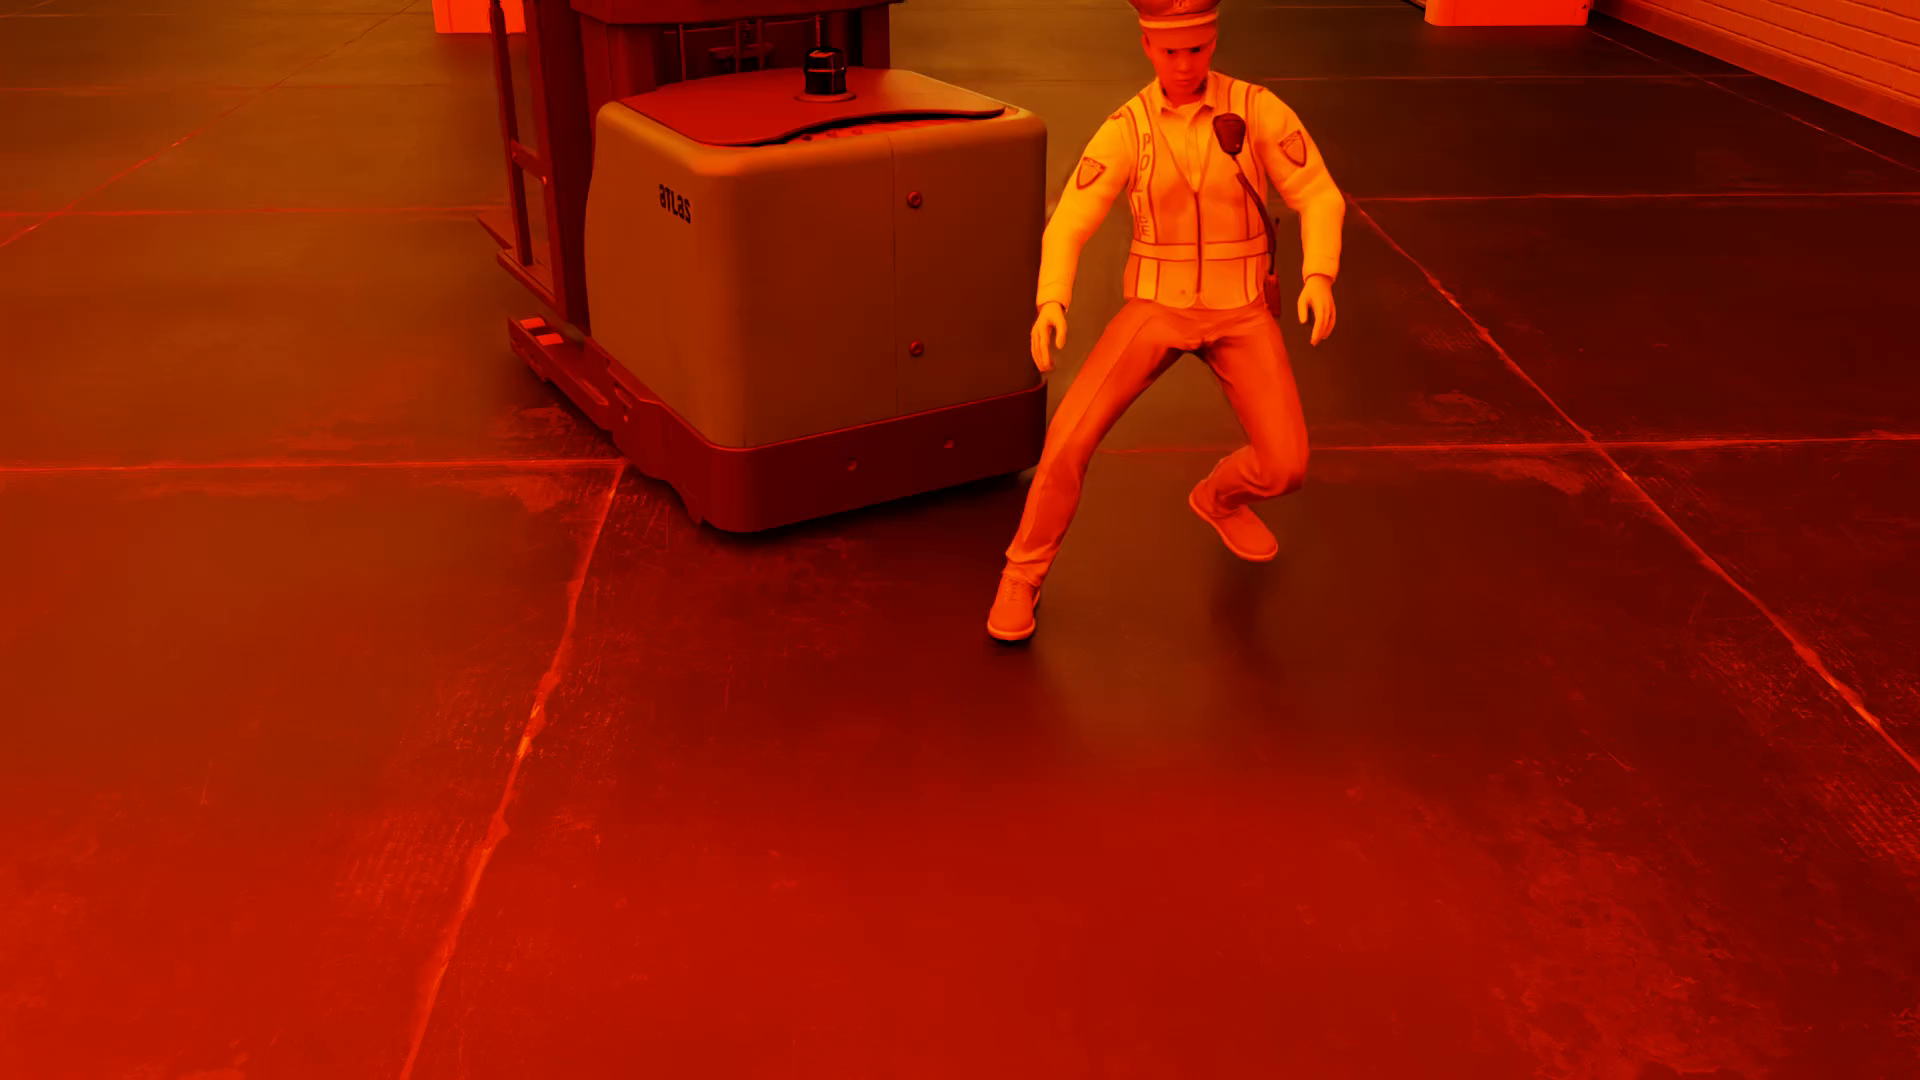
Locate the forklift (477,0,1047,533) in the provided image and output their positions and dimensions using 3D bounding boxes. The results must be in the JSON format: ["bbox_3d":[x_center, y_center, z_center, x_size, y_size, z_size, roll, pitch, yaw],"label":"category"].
[{"bbox_3d":[-0.920,-1.944,5.206,1.130,2.935,3.031,-14,29,-27],"label":"forklift"}]

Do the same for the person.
[{"bbox_3d":[0.493,-0.531,3.934,0.801,1.491,0.630,3,26,7],"label":"person"}]
